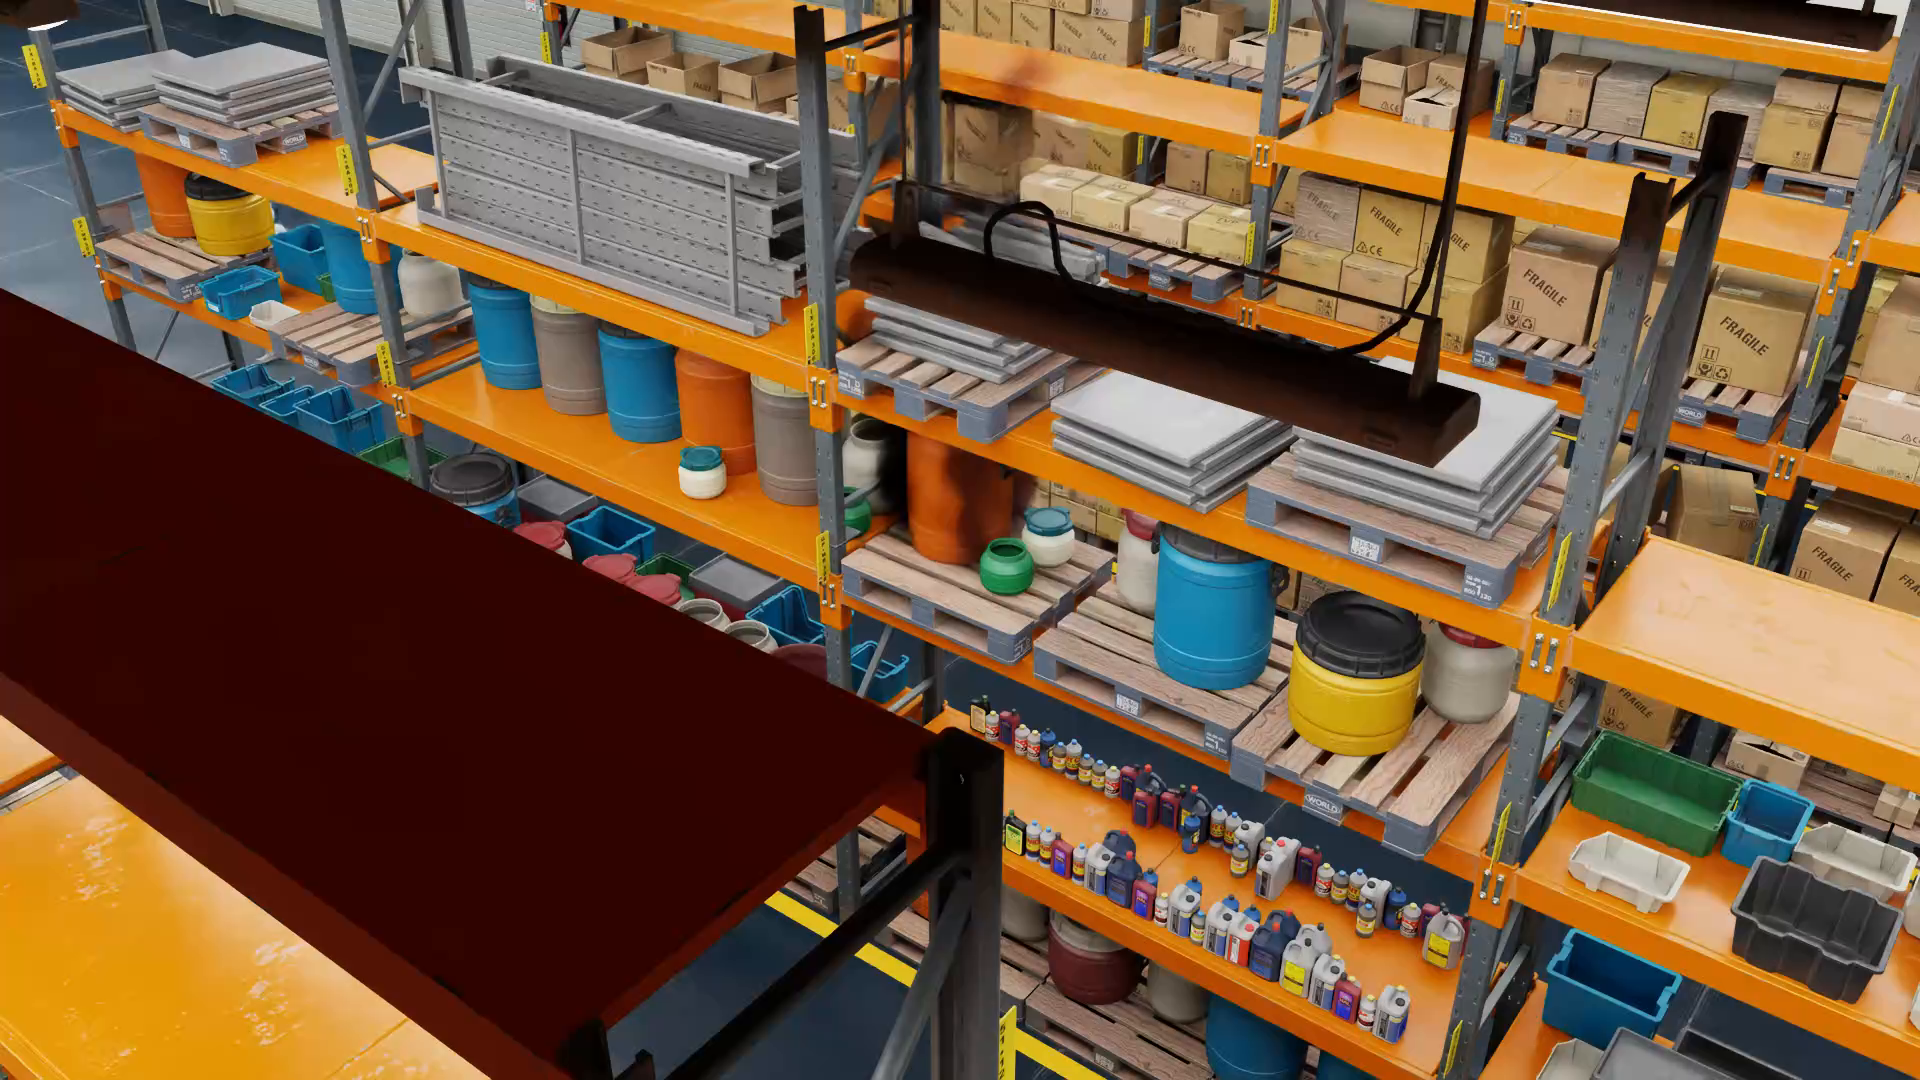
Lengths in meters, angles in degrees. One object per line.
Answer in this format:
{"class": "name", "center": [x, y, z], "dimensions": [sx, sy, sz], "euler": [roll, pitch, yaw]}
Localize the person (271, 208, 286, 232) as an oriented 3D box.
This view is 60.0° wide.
{"class": "person", "center": [-4.812, 5.317, 4.866], "dimensions": [8.261, 1.800, 31.515], "euler": [-11, 33, -18]}
